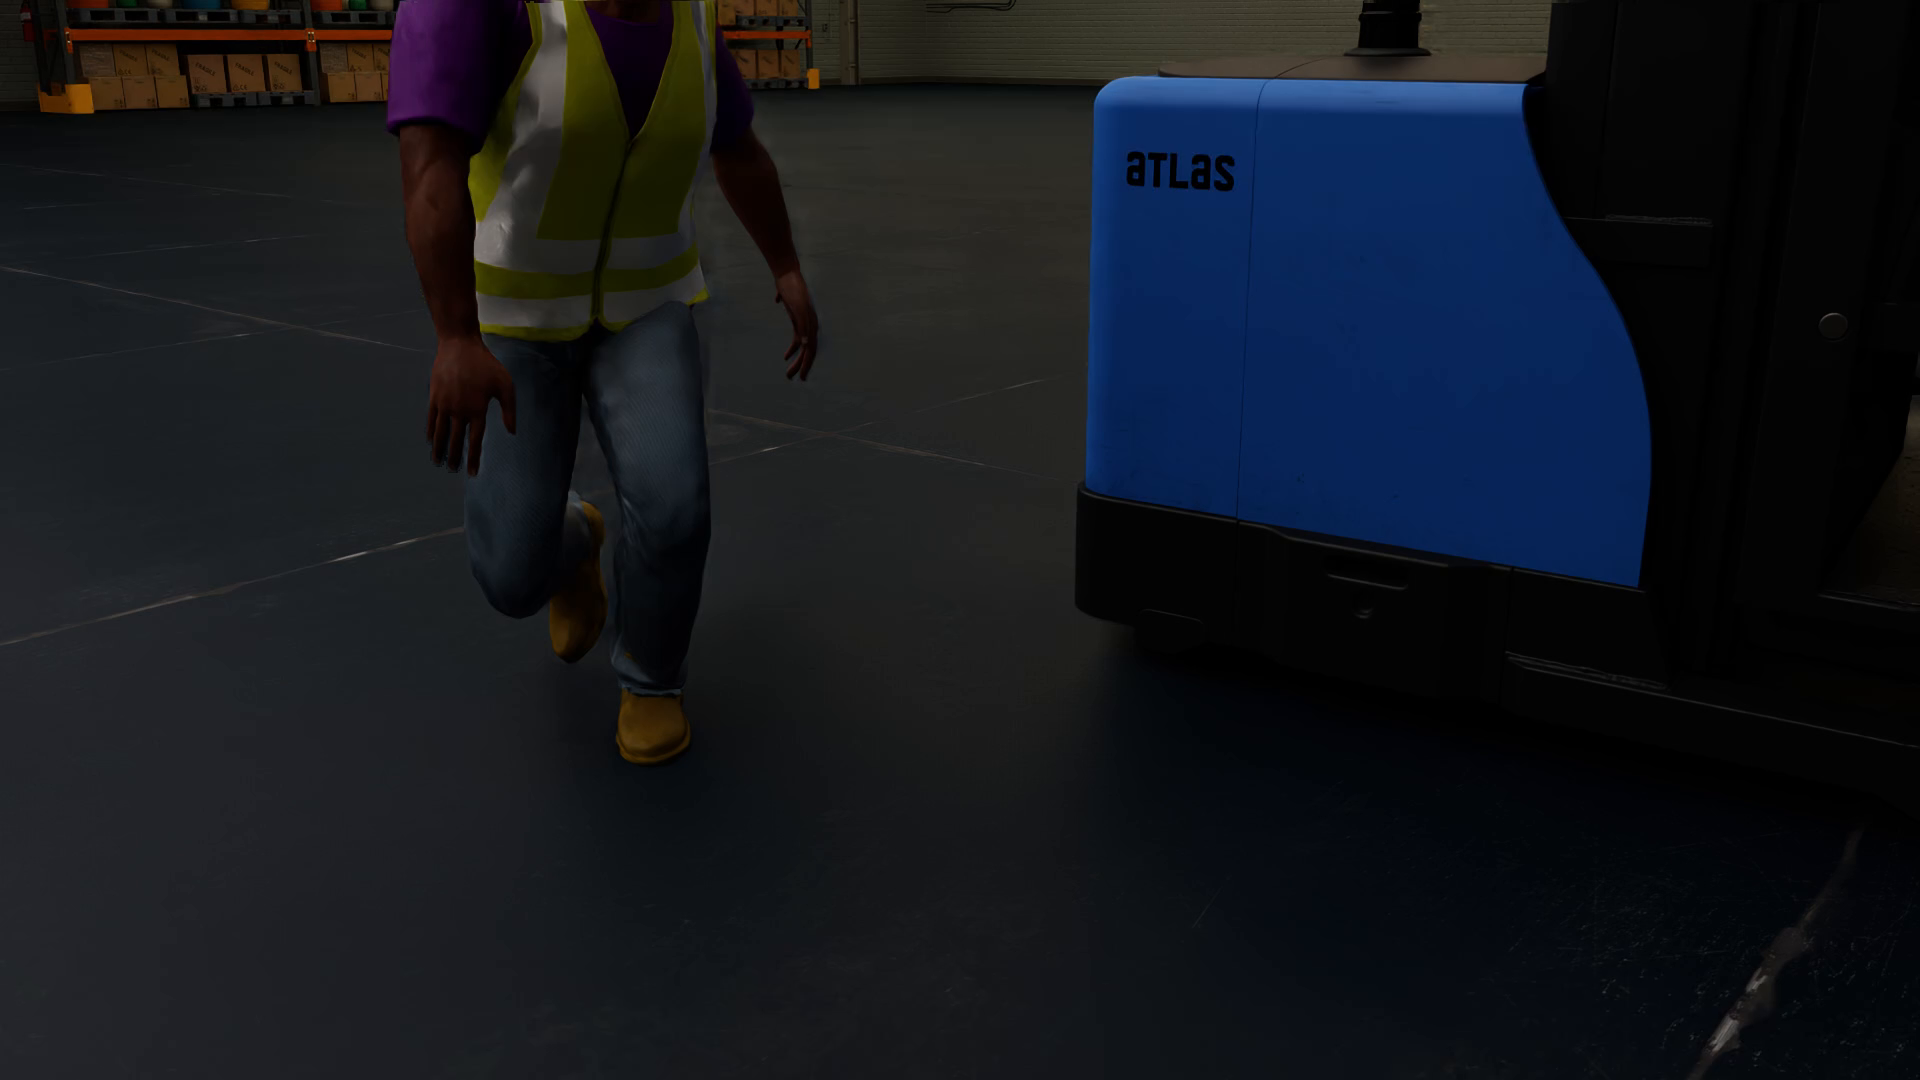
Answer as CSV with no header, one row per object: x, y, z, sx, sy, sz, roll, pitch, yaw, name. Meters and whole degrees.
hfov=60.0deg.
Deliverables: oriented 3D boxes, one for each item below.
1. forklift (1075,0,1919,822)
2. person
1.731,-1.077,2.443,3.031,2.935,1.130,11,20,33,forklift
-0.563,-0.429,2.745,0.732,1.546,0.718,-8,19,-24,person
